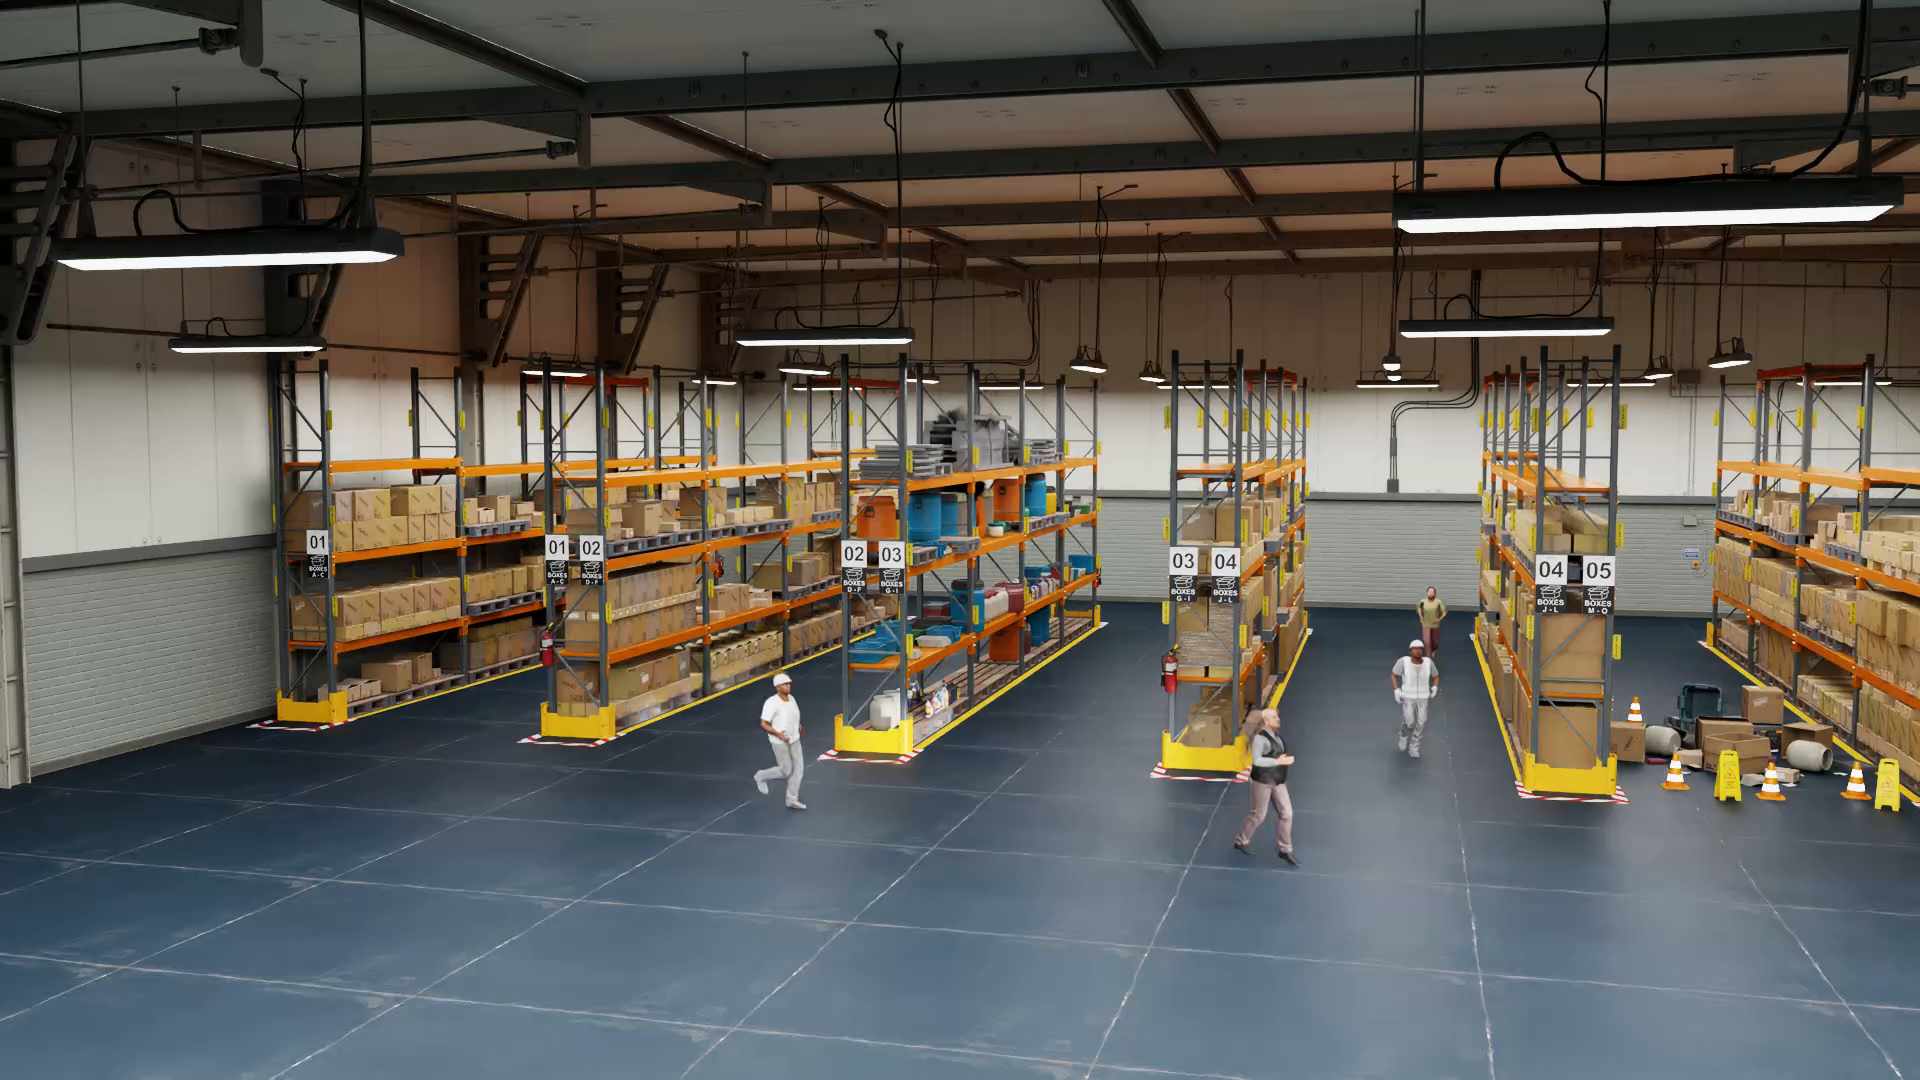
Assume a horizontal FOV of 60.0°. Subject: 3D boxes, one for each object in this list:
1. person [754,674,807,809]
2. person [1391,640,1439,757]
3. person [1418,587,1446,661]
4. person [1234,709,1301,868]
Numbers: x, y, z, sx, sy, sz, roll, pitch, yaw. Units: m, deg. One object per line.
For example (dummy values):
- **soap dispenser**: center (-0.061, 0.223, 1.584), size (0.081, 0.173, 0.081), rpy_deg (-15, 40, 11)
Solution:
- **person**: center (-2.291, 2.591, 21.521), size (0.787, 1.734, 0.698), rpy_deg (3, 5, 34)
- **person**: center (6.794, 2.352, 24.754), size (0.694, 1.746, 0.580), rpy_deg (0, 4, 2)
- **person**: center (9.557, 1.769, 33.679), size (0.548, 1.667, 1.103), rpy_deg (1, 4, 13)
- **person**: center (3.486, 2.774, 18.787), size (0.801, 1.755, 0.654), rpy_deg (4, 6, 44)
